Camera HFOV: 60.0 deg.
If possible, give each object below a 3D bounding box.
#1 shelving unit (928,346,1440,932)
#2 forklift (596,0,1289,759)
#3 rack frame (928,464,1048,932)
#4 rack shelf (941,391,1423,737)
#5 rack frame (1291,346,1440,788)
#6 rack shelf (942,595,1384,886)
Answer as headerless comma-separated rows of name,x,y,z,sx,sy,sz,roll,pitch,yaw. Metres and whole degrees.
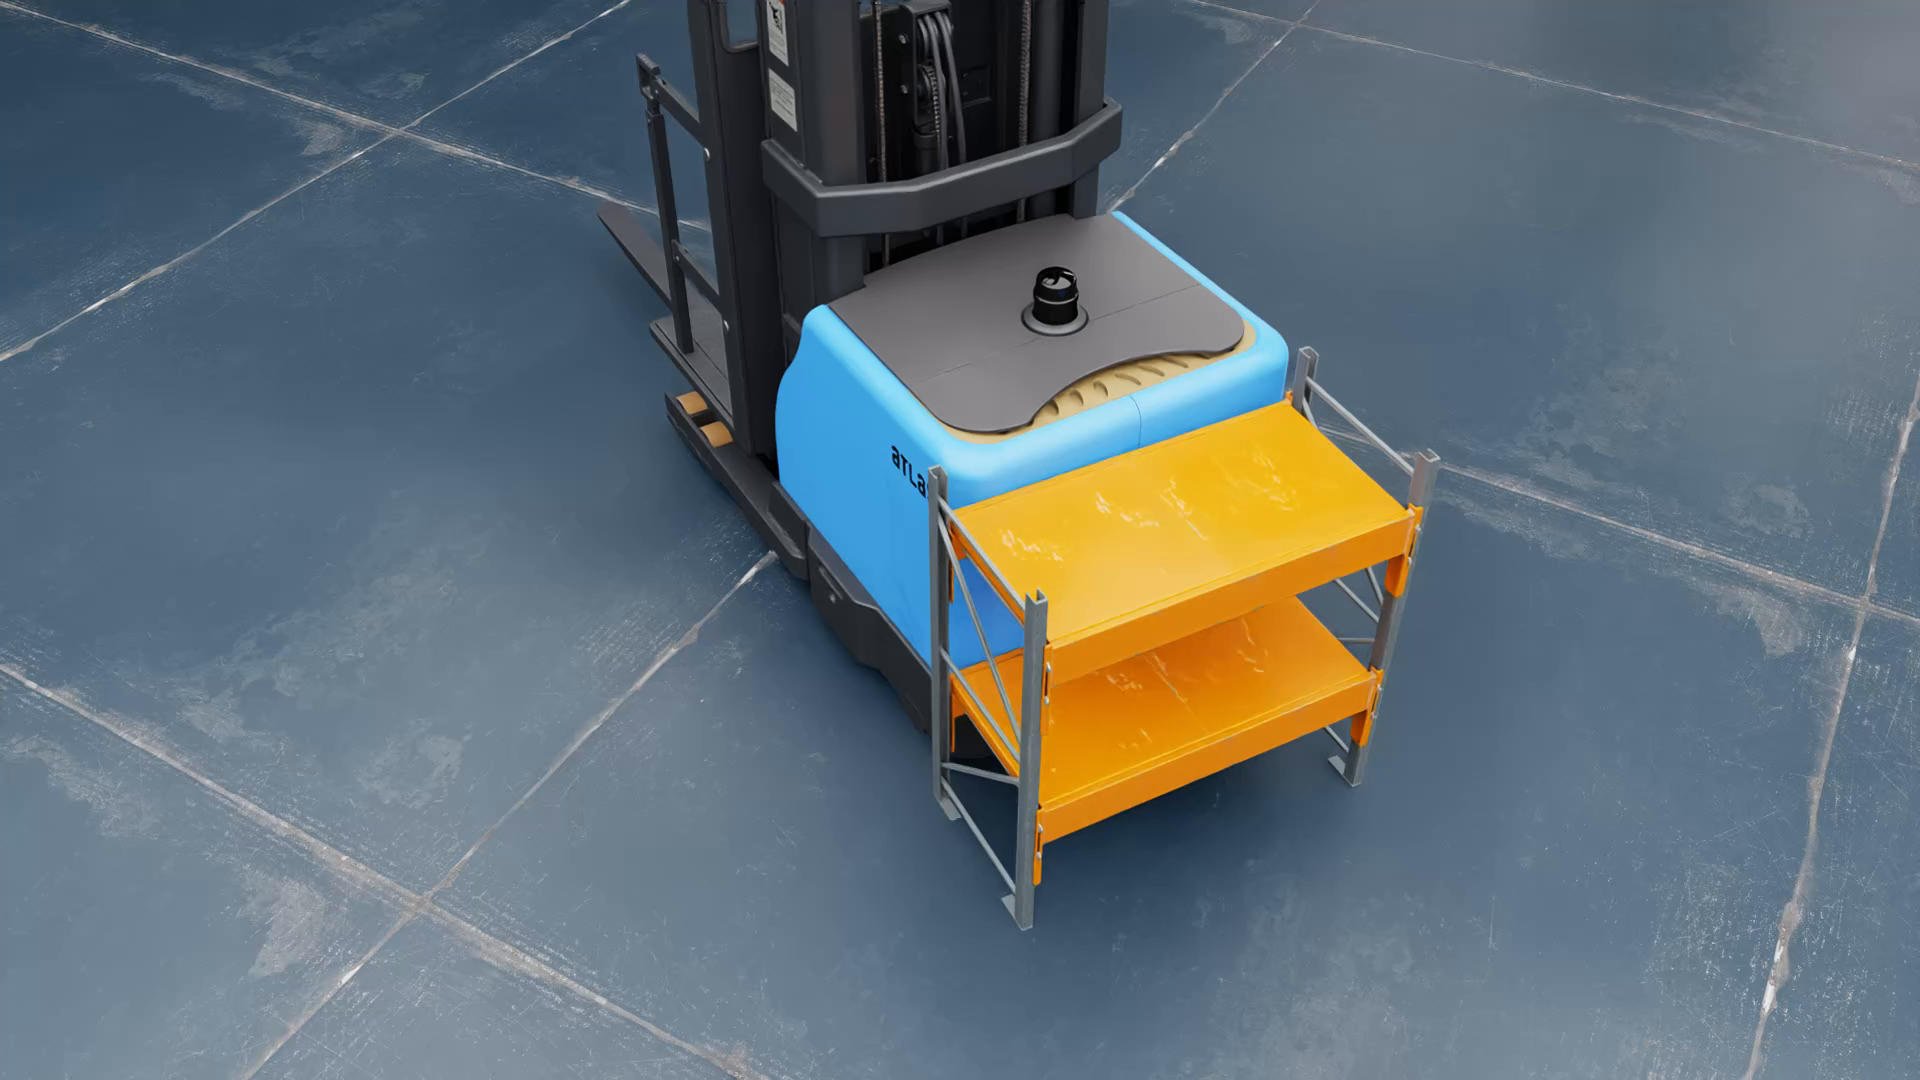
shelving unit,0.506,0.249,4.116,1.048,1.125,0.538,-19,45,-20
forklift,-0.331,-1.467,4.699,1.130,2.935,3.031,-22,46,-23
rack frame,0.054,0.403,3.942,0.032,1.125,0.500,-19,45,-20
rack shelf,0.506,0.030,3.922,1.000,0.278,0.538,-19,45,-20
rack frame,0.959,0.096,4.290,0.032,1.125,0.500,-19,45,-20
rack shelf,0.506,0.433,4.278,1.000,0.278,0.538,-19,45,-20
